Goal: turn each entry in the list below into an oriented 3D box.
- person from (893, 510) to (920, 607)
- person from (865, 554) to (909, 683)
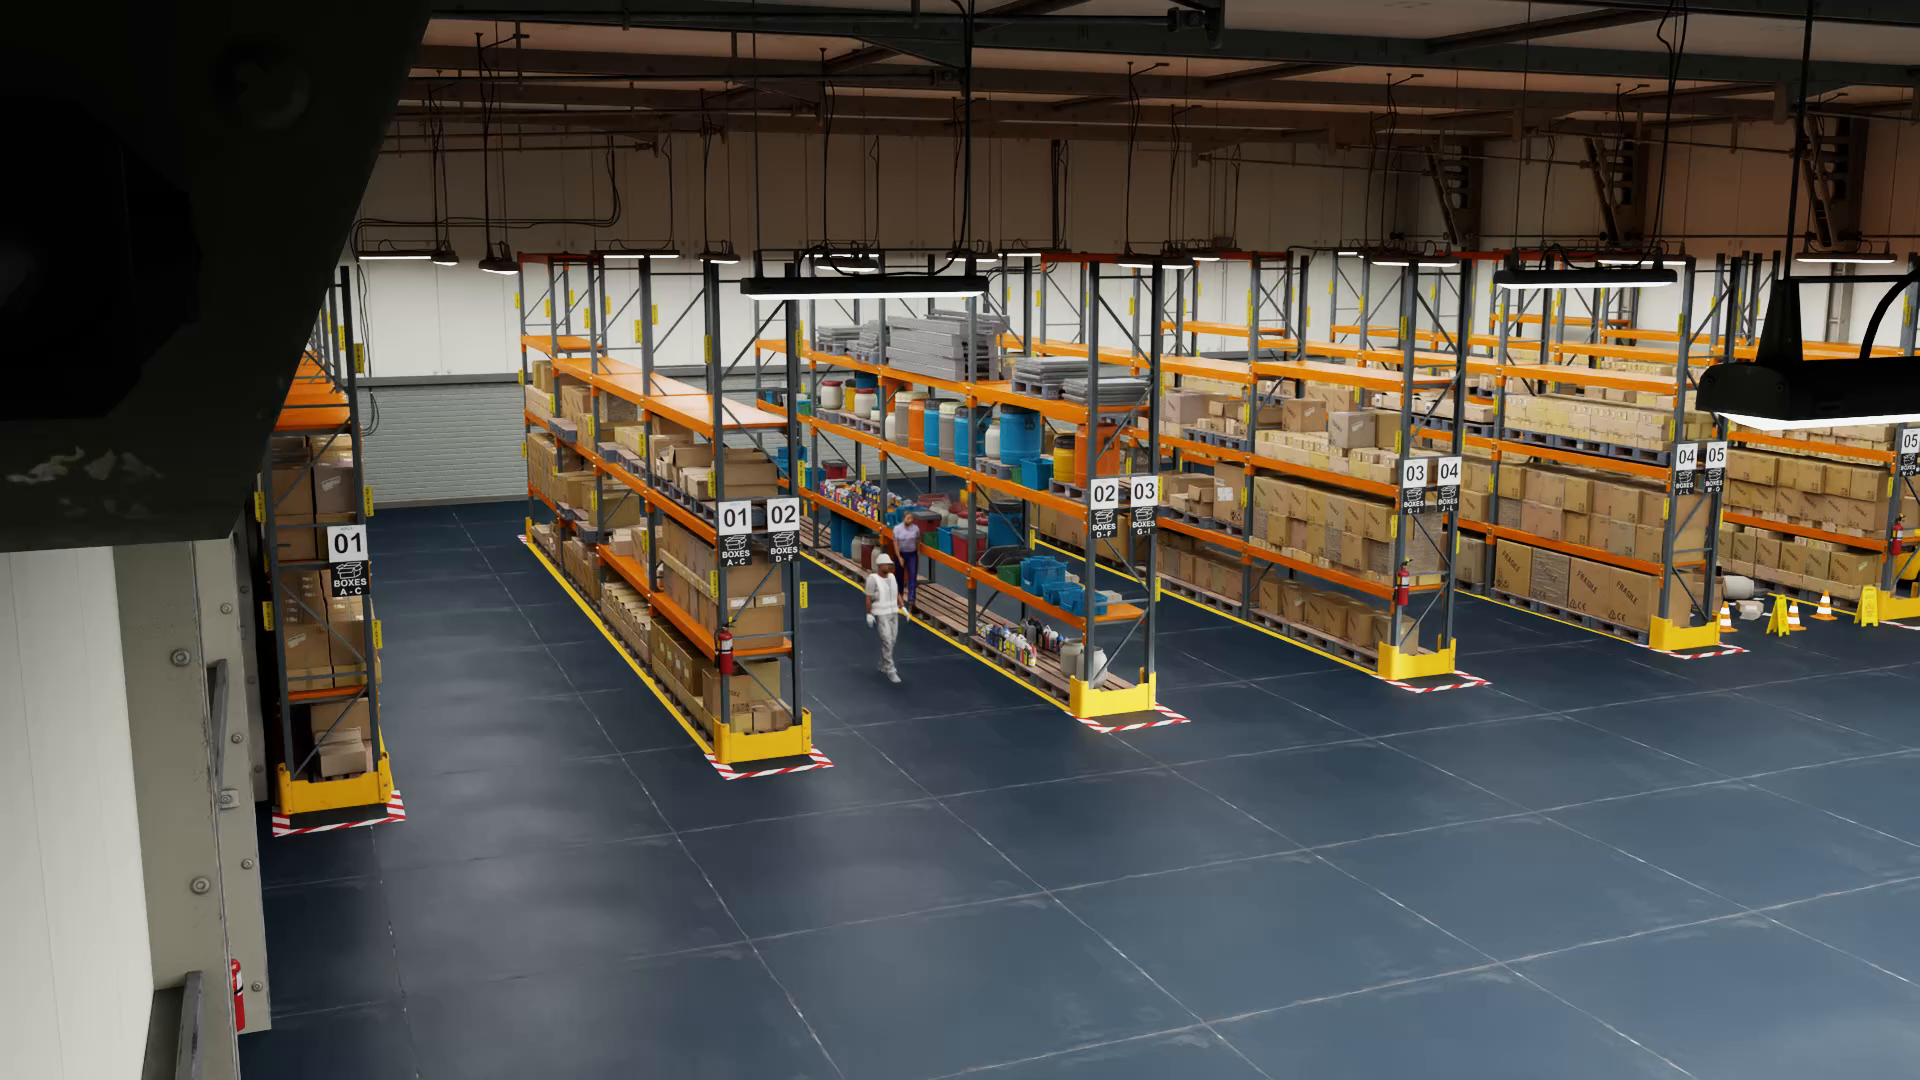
[{"bbox_3d":[-0.875,0.299,27.453,0.468,1.603,1.065,-1,10,-6],"label":"person"},{"bbox_3d":[-0.989,1.120,24.090,0.680,1.814,0.570,9,14,42],"label":"person"}]
